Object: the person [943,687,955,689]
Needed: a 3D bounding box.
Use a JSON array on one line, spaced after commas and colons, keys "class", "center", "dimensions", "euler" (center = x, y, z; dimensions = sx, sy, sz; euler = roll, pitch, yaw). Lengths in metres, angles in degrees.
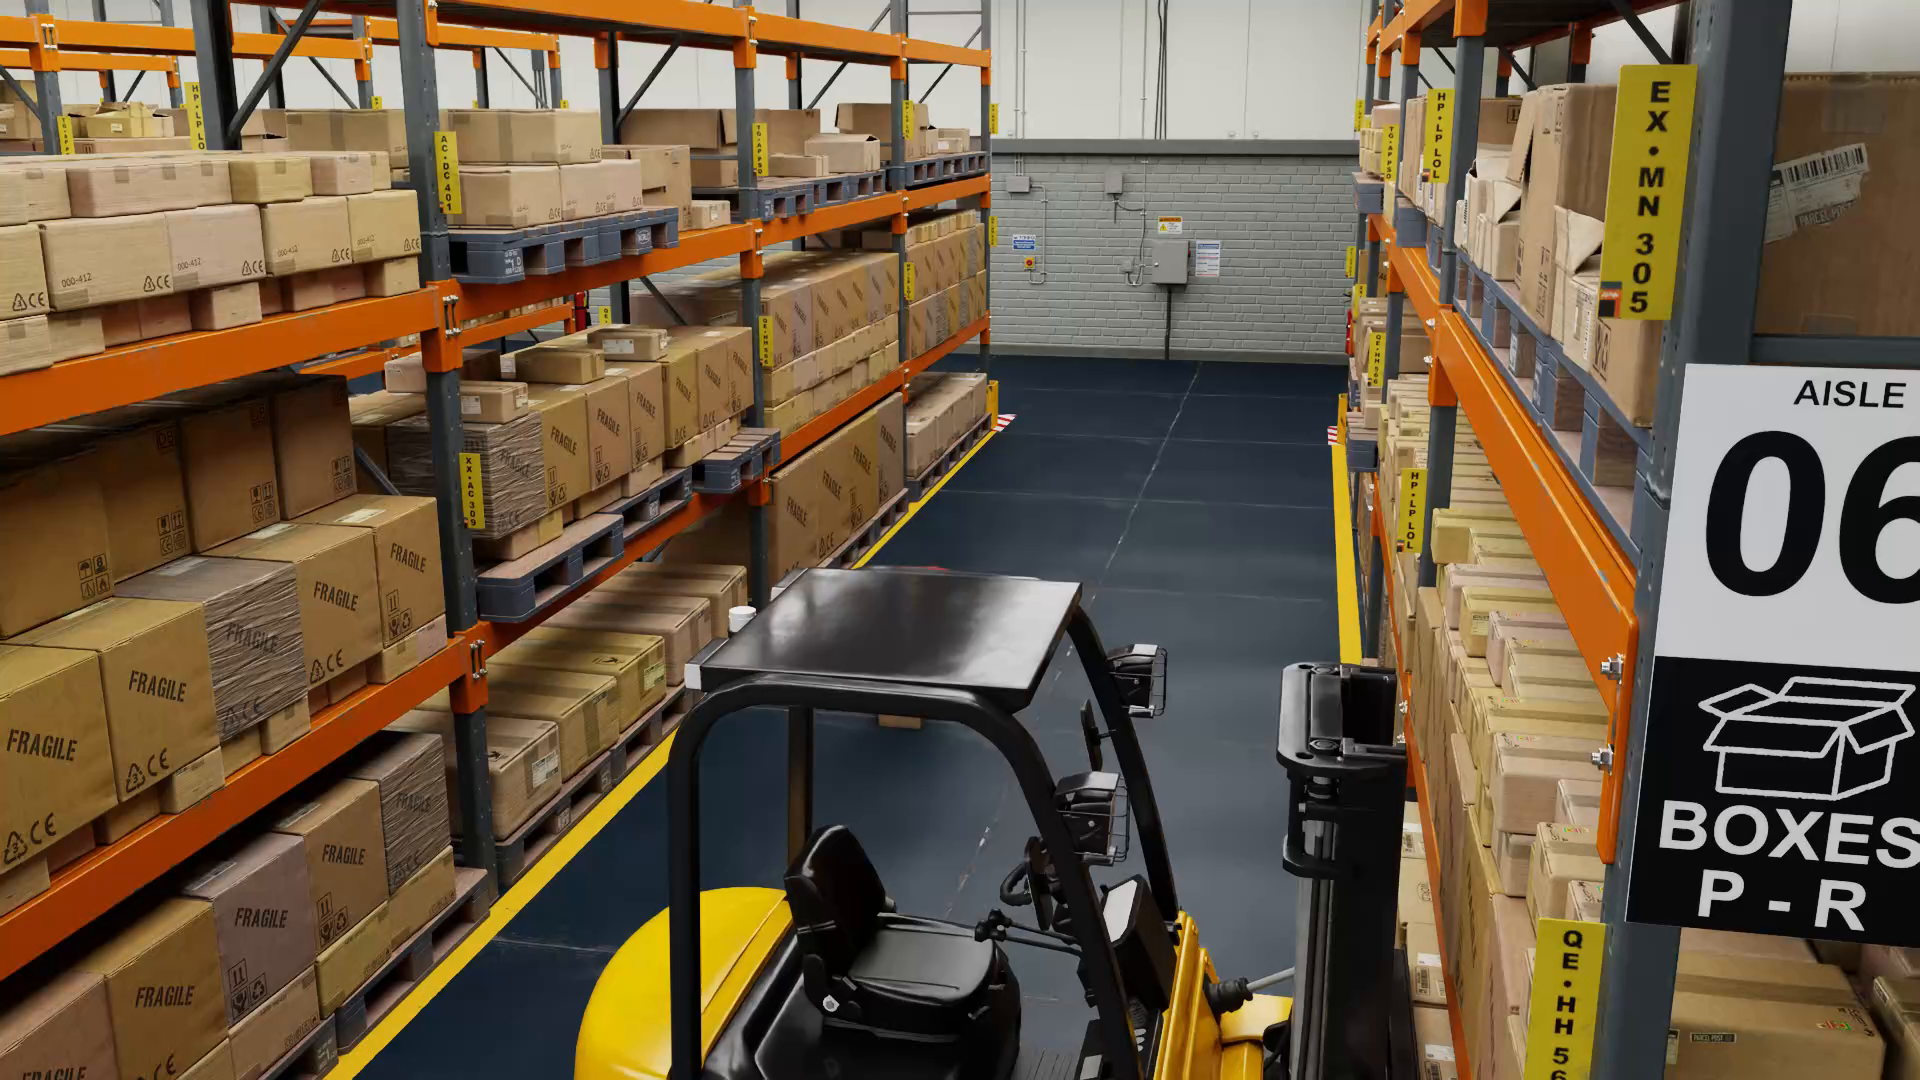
[{"class": "person", "center": [-0.237, 0.560, 10.049], "dimensions": [0.556, 0.901, 0.860], "euler": [3, 15, 11]}]
